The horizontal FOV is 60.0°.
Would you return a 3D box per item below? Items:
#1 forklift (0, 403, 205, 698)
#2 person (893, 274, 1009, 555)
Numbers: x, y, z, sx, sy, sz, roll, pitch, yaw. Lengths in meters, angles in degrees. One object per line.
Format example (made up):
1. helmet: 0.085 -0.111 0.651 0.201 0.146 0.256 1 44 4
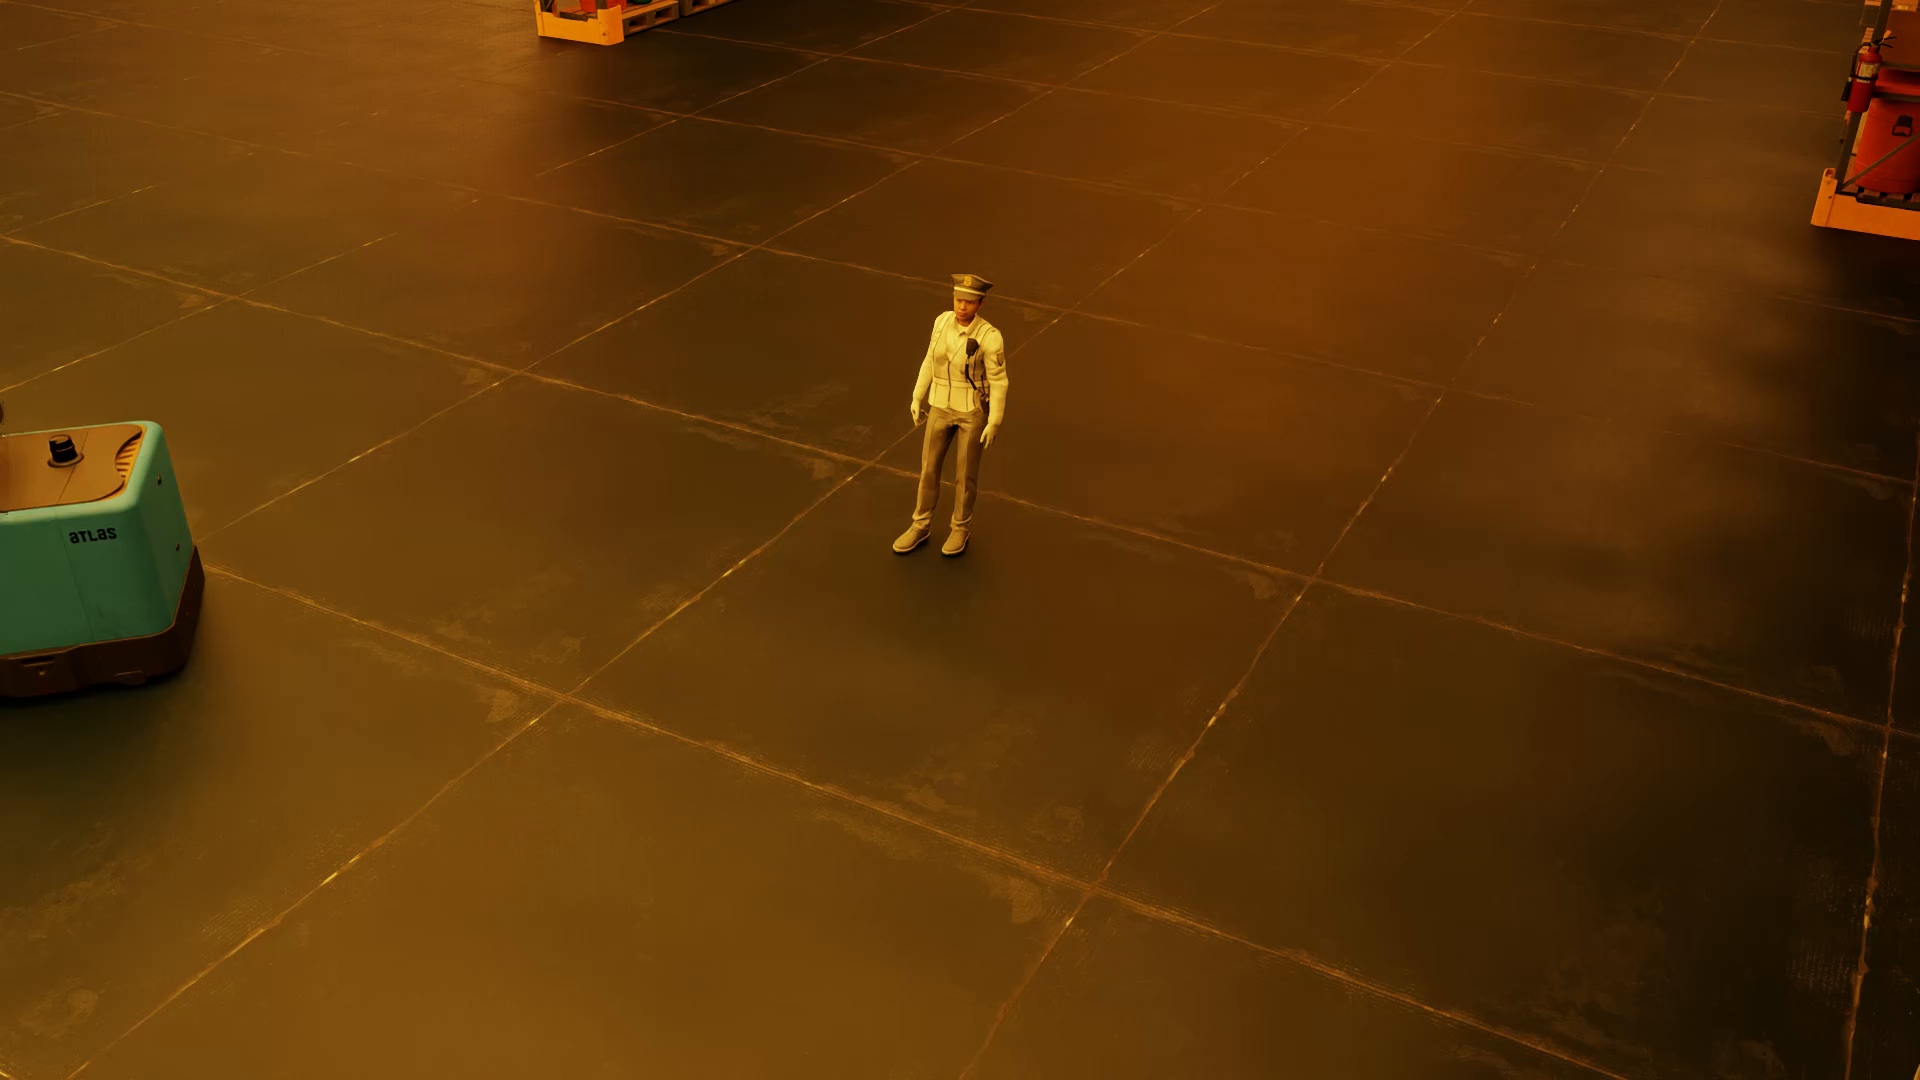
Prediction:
1. forklift: -5.649 -0.577 8.071 3.031 2.935 1.130 -8 31 -13
2. person: -0.040 -0.712 9.527 0.586 1.694 0.530 15 33 25
